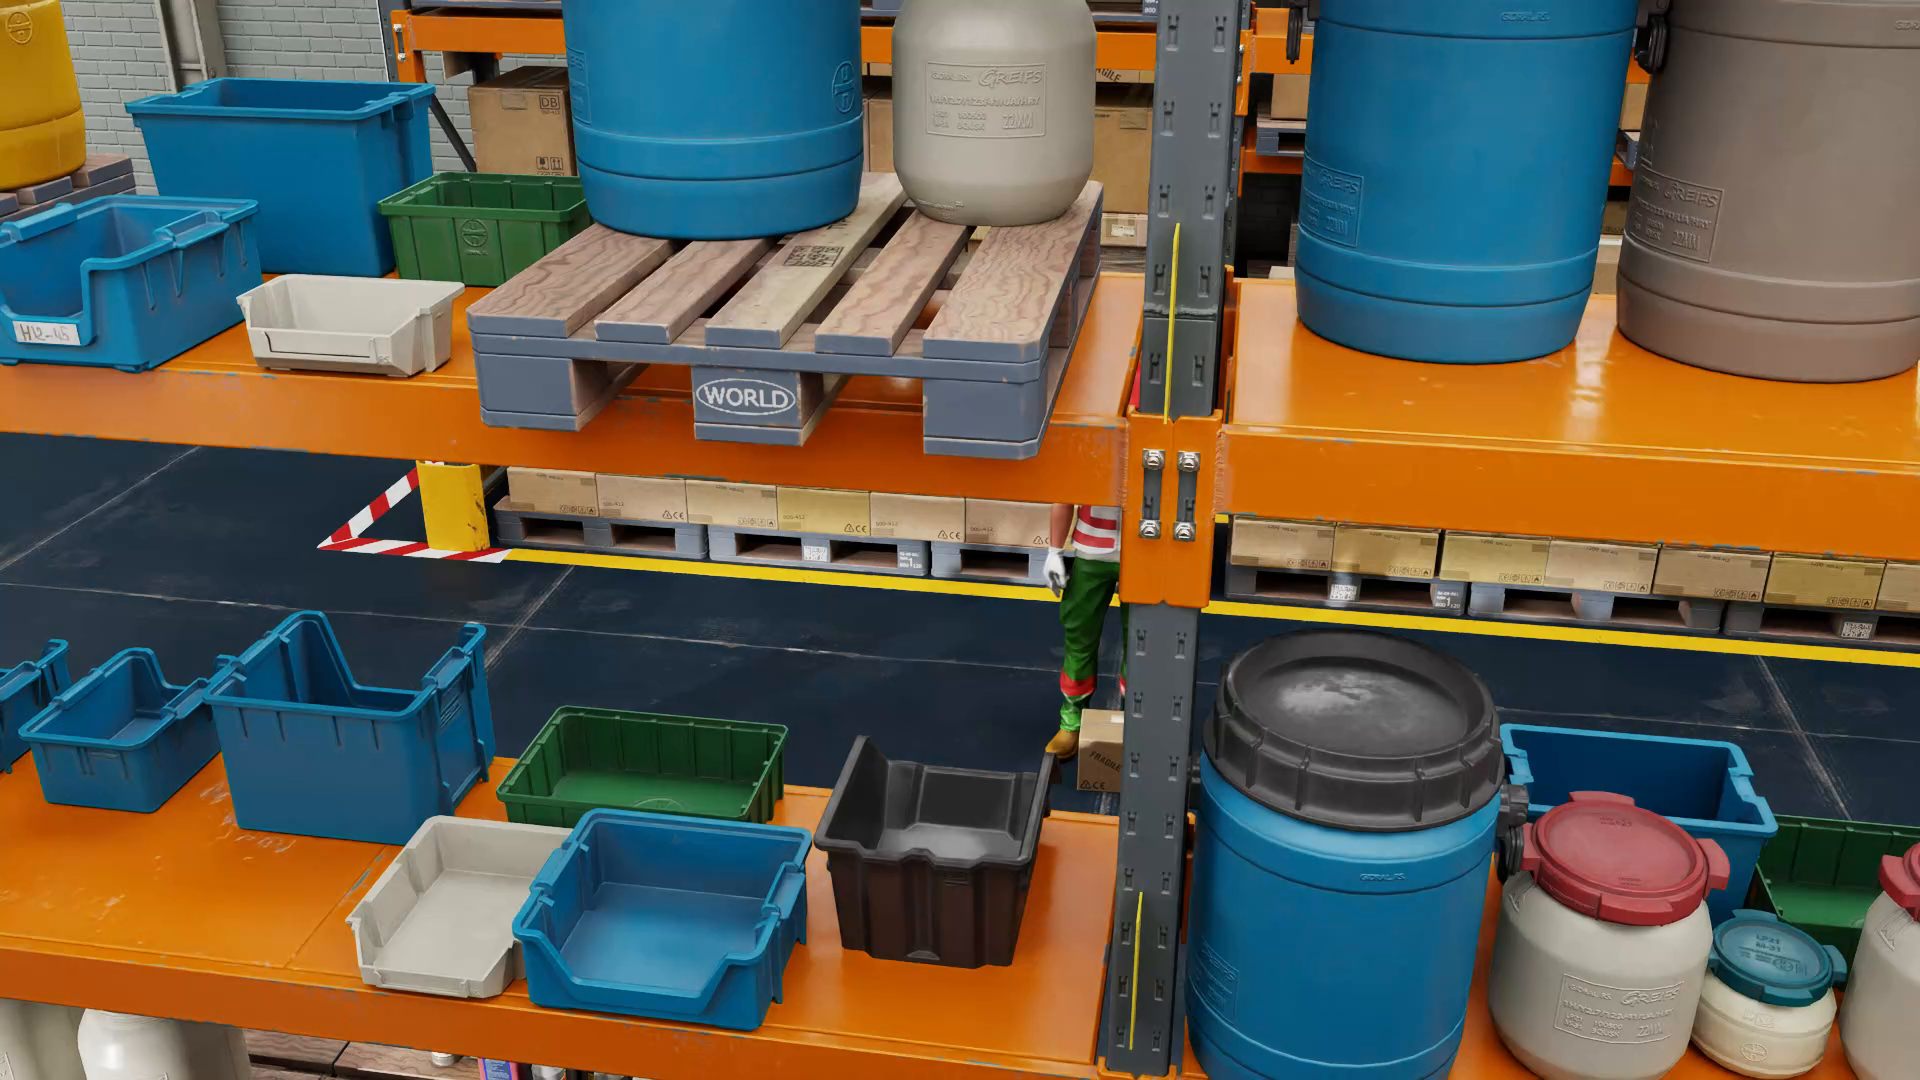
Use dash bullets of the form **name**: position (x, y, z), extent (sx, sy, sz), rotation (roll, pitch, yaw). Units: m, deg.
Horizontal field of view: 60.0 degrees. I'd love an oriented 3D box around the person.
- **person**: position (0.648, 0.098, 6.874), extent (0.605, 1.780, 0.448), rotation (4, 25, 9)
